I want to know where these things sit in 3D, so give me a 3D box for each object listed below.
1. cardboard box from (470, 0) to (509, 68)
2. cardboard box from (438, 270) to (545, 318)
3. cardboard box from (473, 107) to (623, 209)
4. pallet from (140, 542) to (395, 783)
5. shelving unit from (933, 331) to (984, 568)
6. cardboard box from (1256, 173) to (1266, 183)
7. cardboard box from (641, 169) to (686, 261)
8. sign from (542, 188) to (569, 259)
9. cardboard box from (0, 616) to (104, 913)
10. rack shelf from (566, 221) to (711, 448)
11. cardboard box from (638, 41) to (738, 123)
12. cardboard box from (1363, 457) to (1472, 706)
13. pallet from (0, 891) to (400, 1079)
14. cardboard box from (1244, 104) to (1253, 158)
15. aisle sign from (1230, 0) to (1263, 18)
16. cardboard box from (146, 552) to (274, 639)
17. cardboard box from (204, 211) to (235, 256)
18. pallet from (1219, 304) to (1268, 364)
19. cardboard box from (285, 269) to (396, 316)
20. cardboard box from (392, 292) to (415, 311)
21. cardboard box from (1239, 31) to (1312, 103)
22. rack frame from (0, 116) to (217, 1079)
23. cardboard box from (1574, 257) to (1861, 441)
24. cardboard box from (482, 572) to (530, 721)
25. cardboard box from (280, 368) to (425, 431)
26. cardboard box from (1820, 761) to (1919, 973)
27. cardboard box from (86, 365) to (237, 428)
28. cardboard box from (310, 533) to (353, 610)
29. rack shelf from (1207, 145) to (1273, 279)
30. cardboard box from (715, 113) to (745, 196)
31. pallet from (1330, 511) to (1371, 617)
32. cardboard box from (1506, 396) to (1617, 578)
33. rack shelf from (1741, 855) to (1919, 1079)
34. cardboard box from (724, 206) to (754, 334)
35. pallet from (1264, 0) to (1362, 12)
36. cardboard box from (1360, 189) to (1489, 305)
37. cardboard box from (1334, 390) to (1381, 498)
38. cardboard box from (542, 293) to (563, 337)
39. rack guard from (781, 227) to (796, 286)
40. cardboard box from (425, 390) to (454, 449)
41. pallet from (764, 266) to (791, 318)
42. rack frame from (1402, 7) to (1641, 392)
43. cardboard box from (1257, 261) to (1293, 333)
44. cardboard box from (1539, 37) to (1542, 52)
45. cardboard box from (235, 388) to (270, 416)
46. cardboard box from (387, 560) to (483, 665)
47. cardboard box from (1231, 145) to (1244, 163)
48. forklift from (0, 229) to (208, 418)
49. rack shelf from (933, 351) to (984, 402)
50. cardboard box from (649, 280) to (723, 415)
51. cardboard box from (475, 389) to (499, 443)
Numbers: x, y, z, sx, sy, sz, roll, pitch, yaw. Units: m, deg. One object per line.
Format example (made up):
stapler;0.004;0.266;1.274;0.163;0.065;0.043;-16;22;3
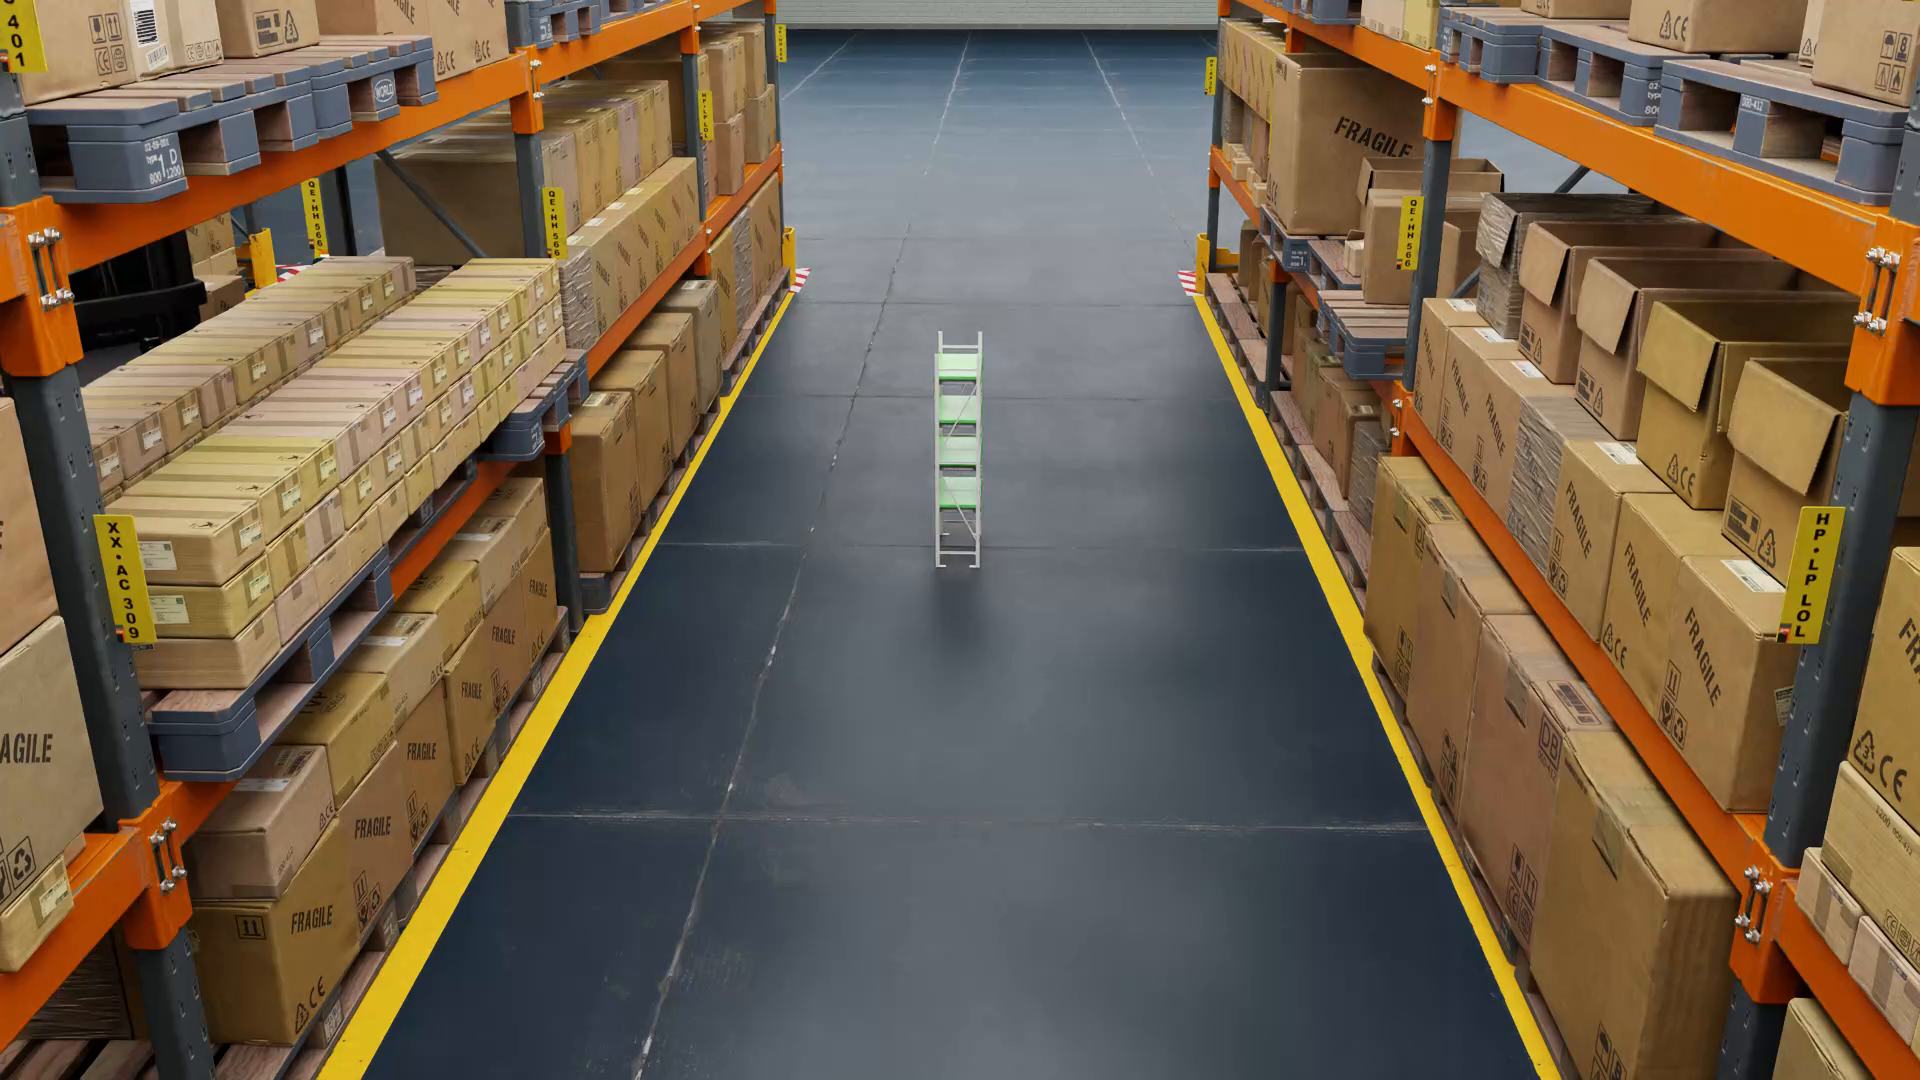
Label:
cardboard box;-2.167;-2.188;6.735;0.500;0.500;0.500;1;21;2
cardboard box;-1.970;-1.035;6.993;0.380;0.149;0.250;0;21;1
cardboard box;-2.337;-2.180;9.480;0.700;0.500;0.500;0;21;1
pallet;-2.356;0.309;4.851;1.003;0.211;1.213;1;21;2
shelving unit;-0.005;-0.500;9.158;0.258;1.200;0.503;1;21;2
cardboard box;2.473;-2.722;12.745;0.380;0.149;0.250;1;21;2
cardboard box;-2.046;-2.070;10.580;0.500;0.500;0.500;0;21;1
sign;-1.861;-1.452;7.633;0.100;0.325;0.005;1;21;2
cardboard box;-2.257;0.487;3.577;0.500;0.500;0.500;1;21;2
rack shelf;-2.342;-1.340;9.829;1.077;0.370;4.000;1;21;2
cardboard box;-2.182;-3.498;12.698;0.875;0.550;0.550;1;21;2
cardboard box;2.510;0.183;7.266;1.225;0.875;0.875;0;21;-1
pallet;-2.503;1.513;5.338;1.003;0.211;1.213;1;21;2
cardboard box;2.797;-3.377;13.537;0.875;0.500;0.500;1;21;2
aisle sign;2.497;-4.991;14.651;0.394;0.787;0.004;1;21;2
cardboard box;-2.053;0.140;4.377;0.380;0.149;0.250;1;21;2
cardboard box;-6.874;-2.833;14.868;0.500;0.500;0.500;1;21;2
pallet;2.692;-1.692;13.599;1.003;0.211;1.213;1;21;2
cardboard box;-2.616;-1.046;7.021;0.380;0.149;0.250;0;21;0
cardboard box;-2.619;-0.997;7.306;0.380;0.149;0.250;2;21;4
cardboard box;2.460;-3.666;12.900;0.500;0.500;0.500;1;21;2
rack frame;-2.525;0.495;4.108;1.000;3.000;0.127;1;21;2
cardboard box;2.477;-0.633;5.488;0.797;0.503;0.637;1;21;3
cardboard box;-2.181;0.446;7.107;0.500;0.500;0.500;1;21;4
cardboard box;-2.015;-0.466;5.529;0.380;0.149;0.250;1;21;4
cardboard box;2.154;0.684;3.416;0.500;0.250;0.500;0;21;1
cardboard box;-2.667;-0.480;5.564;0.380;0.149;0.250;0;21;-1
cardboard box;-2.039;0.088;4.923;0.380;0.149;0.250;1;21;2
rack shelf;2.734;-2.695;13.322;1.077;0.370;4.000;1;21;2
cardboard box;-2.154;-2.995;12.893;0.875;0.550;0.550;1;21;2
pallet;2.577;0.157;8.833;1.003;0.211;1.213;1;21;2
cardboard box;2.222;-0.182;5.713;0.500;0.500;0.500;1;21;2
rack shelf;2.369;1.644;2.139;1.077;0.370;4.000;1;21;2
cardboard box;-2.169;-2.156;13.295;0.875;0.875;0.875;1;21;2
pallet;2.548;-3.396;10.247;1.213;0.211;1.003;1;21;2
cardboard box;2.445;-1.502;8.534;0.700;0.500;0.500;4;22;10
cardboard box;2.566;-0.549;9.644;0.700;0.500;0.500;2;21;6
cardboard box;-1.963;-0.985;7.278;0.380;0.149;0.250;1;21;3
rack guard;-2.159;-2.688;15.765;1.175;0.500;0.348;1;21;2
cardboard box;-2.008;-0.426;5.835;0.380;0.149;0.250;0;21;1
pallet;-2.106;-2.254;15.047;1.003;0.211;1.213;1;21;2
rack frame;2.551;-0.861;7.600;1.000;3.000;0.127;1;21;2
cardboard box;2.675;-1.914;13.190;0.500;0.500;0.500;-1;21;-3
cardboard box;2.820;-2.356;7.516;0.500;0.250;0.500;1;21;3
cardboard box;-2.661;-0.433;5.854;0.380;0.149;0.250;1;21;4
cardboard box;-2.198;0.285;6.487;0.500;0.250;0.500;1;21;3
cardboard box;2.511;-3.265;14.143;0.380;0.149;0.250;1;21;2
forklift;-5.121;-1.606;9.615;1.130;2.935;3.031;-19;28;-40
rack shelf;-0.005;-0.887;9.007;0.258;0.148;0.480;1;21;2
cardboard box;-2.211;-1.320;11.313;1.050;0.750;0.750;1;21;1
cardboard box;-1.993;-0.477;6.378;0.380;0.149;0.250;0;21;-1
